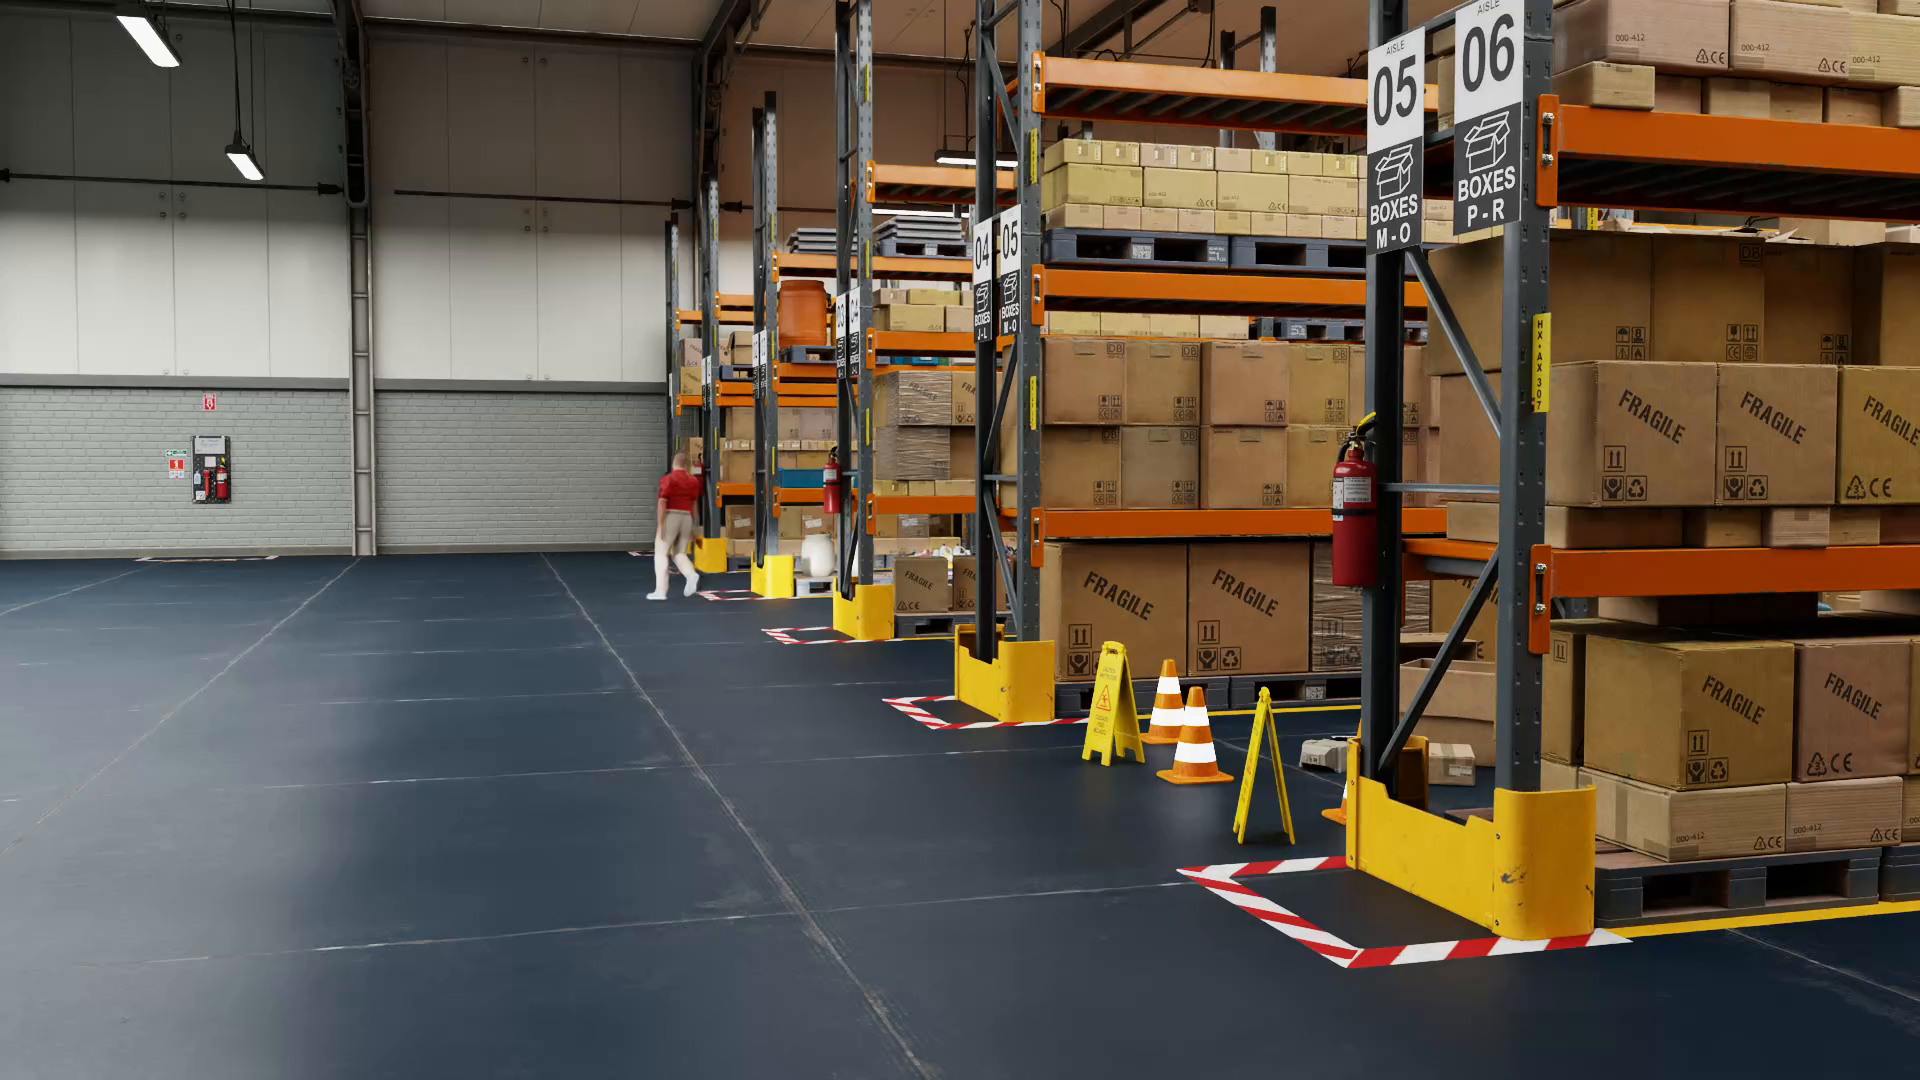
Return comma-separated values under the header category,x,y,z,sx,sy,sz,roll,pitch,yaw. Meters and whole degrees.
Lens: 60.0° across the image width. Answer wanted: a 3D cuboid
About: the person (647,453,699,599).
category,x,y,z,sx,sy,sz,roll,pitch,yaw
person,-3.280,-0.162,19.305,0.549,1.705,0.582,-3,4,-45
